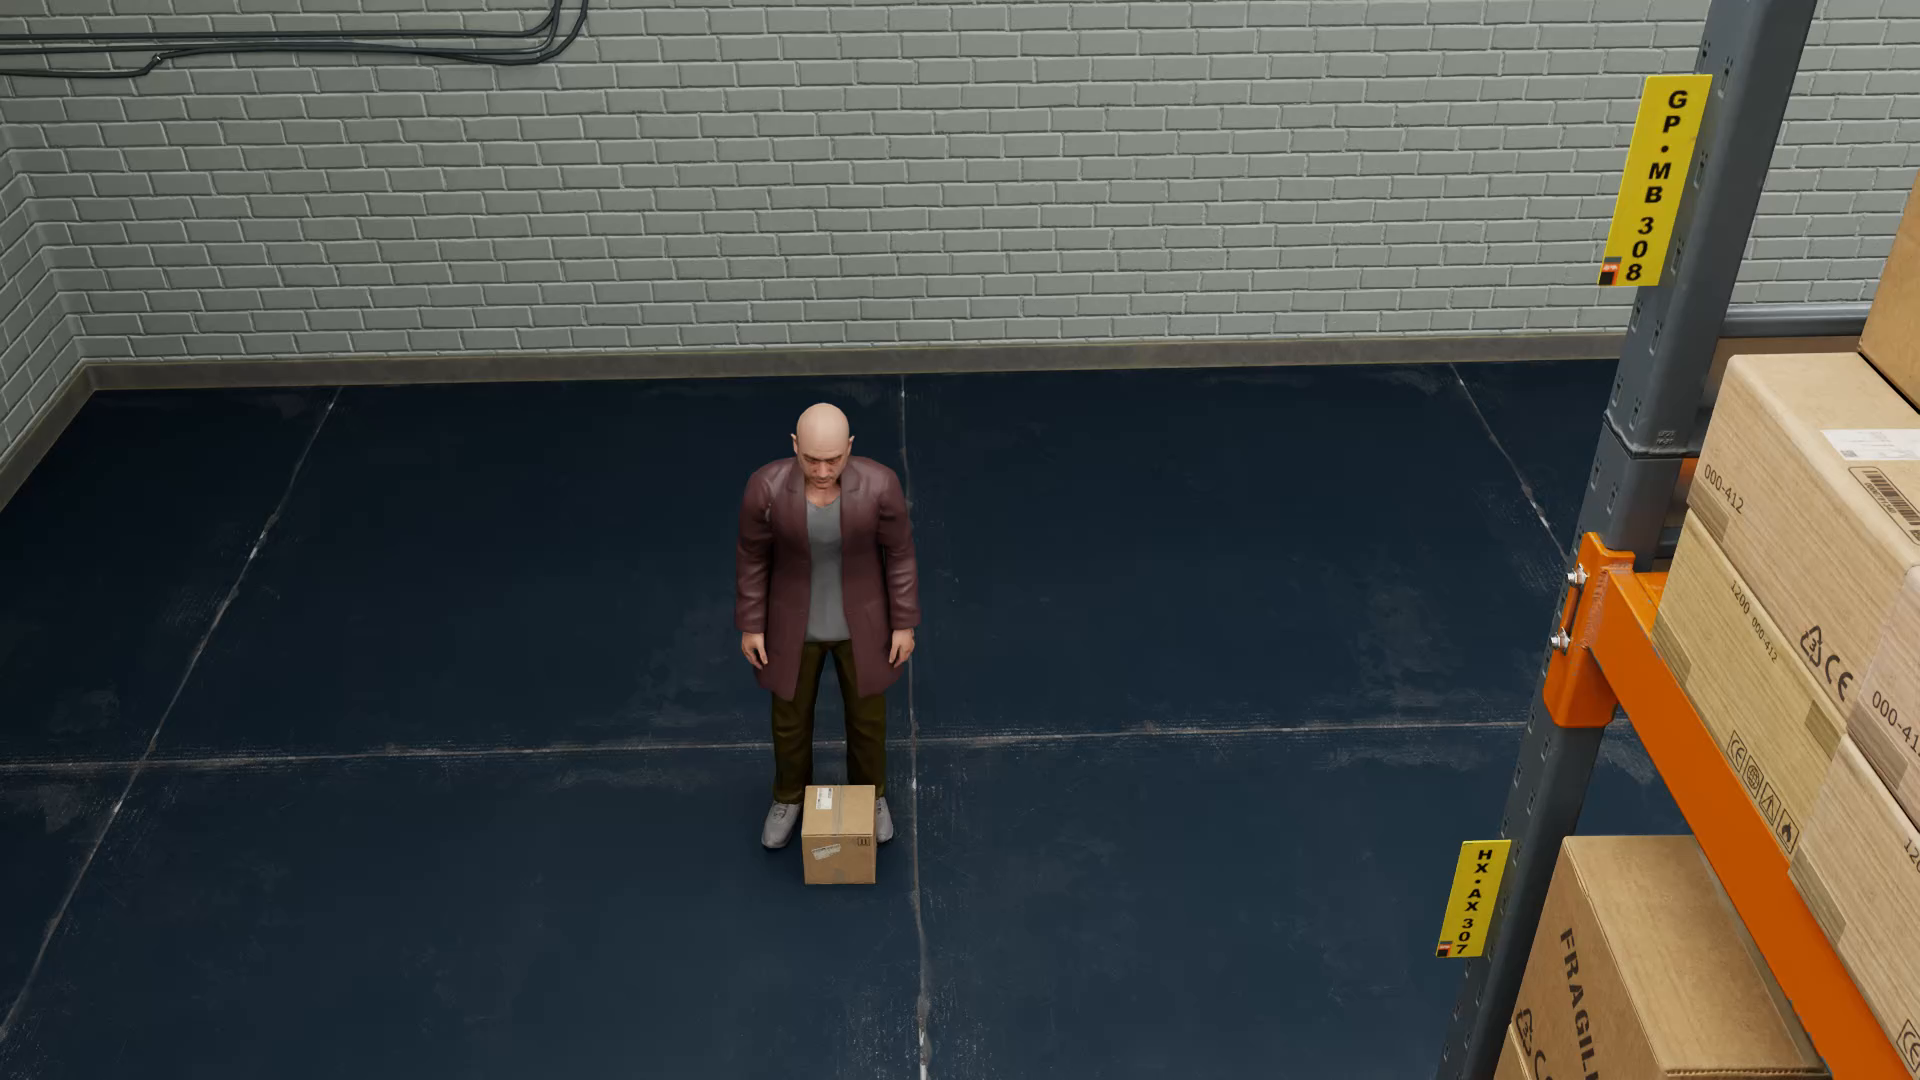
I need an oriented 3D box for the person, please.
[{"bbox_3d":[-0.454,0.293,5.736,0.644,1.774,0.425,-1,35,-2],"label":"person"}]
